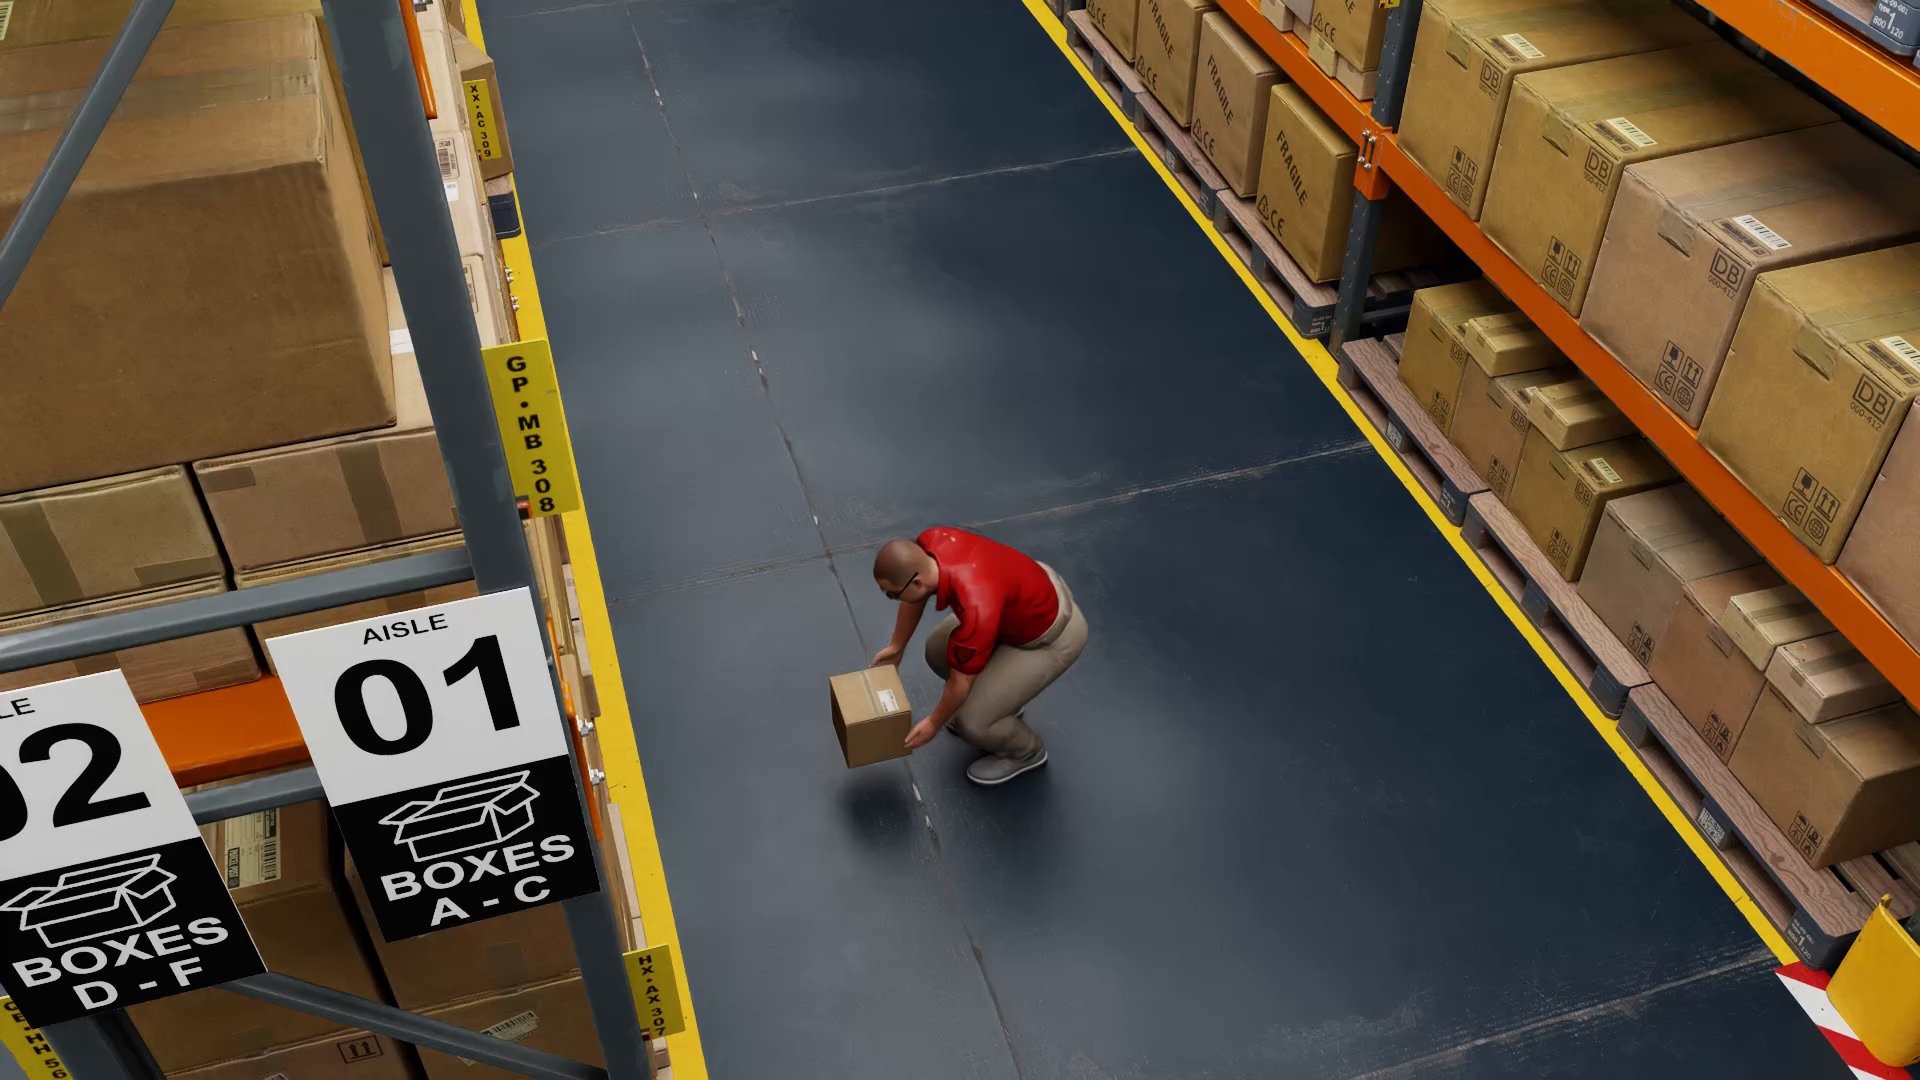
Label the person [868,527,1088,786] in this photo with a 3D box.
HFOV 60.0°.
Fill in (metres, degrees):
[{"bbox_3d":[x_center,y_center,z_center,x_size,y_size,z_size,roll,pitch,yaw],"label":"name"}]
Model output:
[{"bbox_3d":[0.080,0.396,6.126,0.798,1.208,0.581,-12,43,-13],"label":"person"}]
